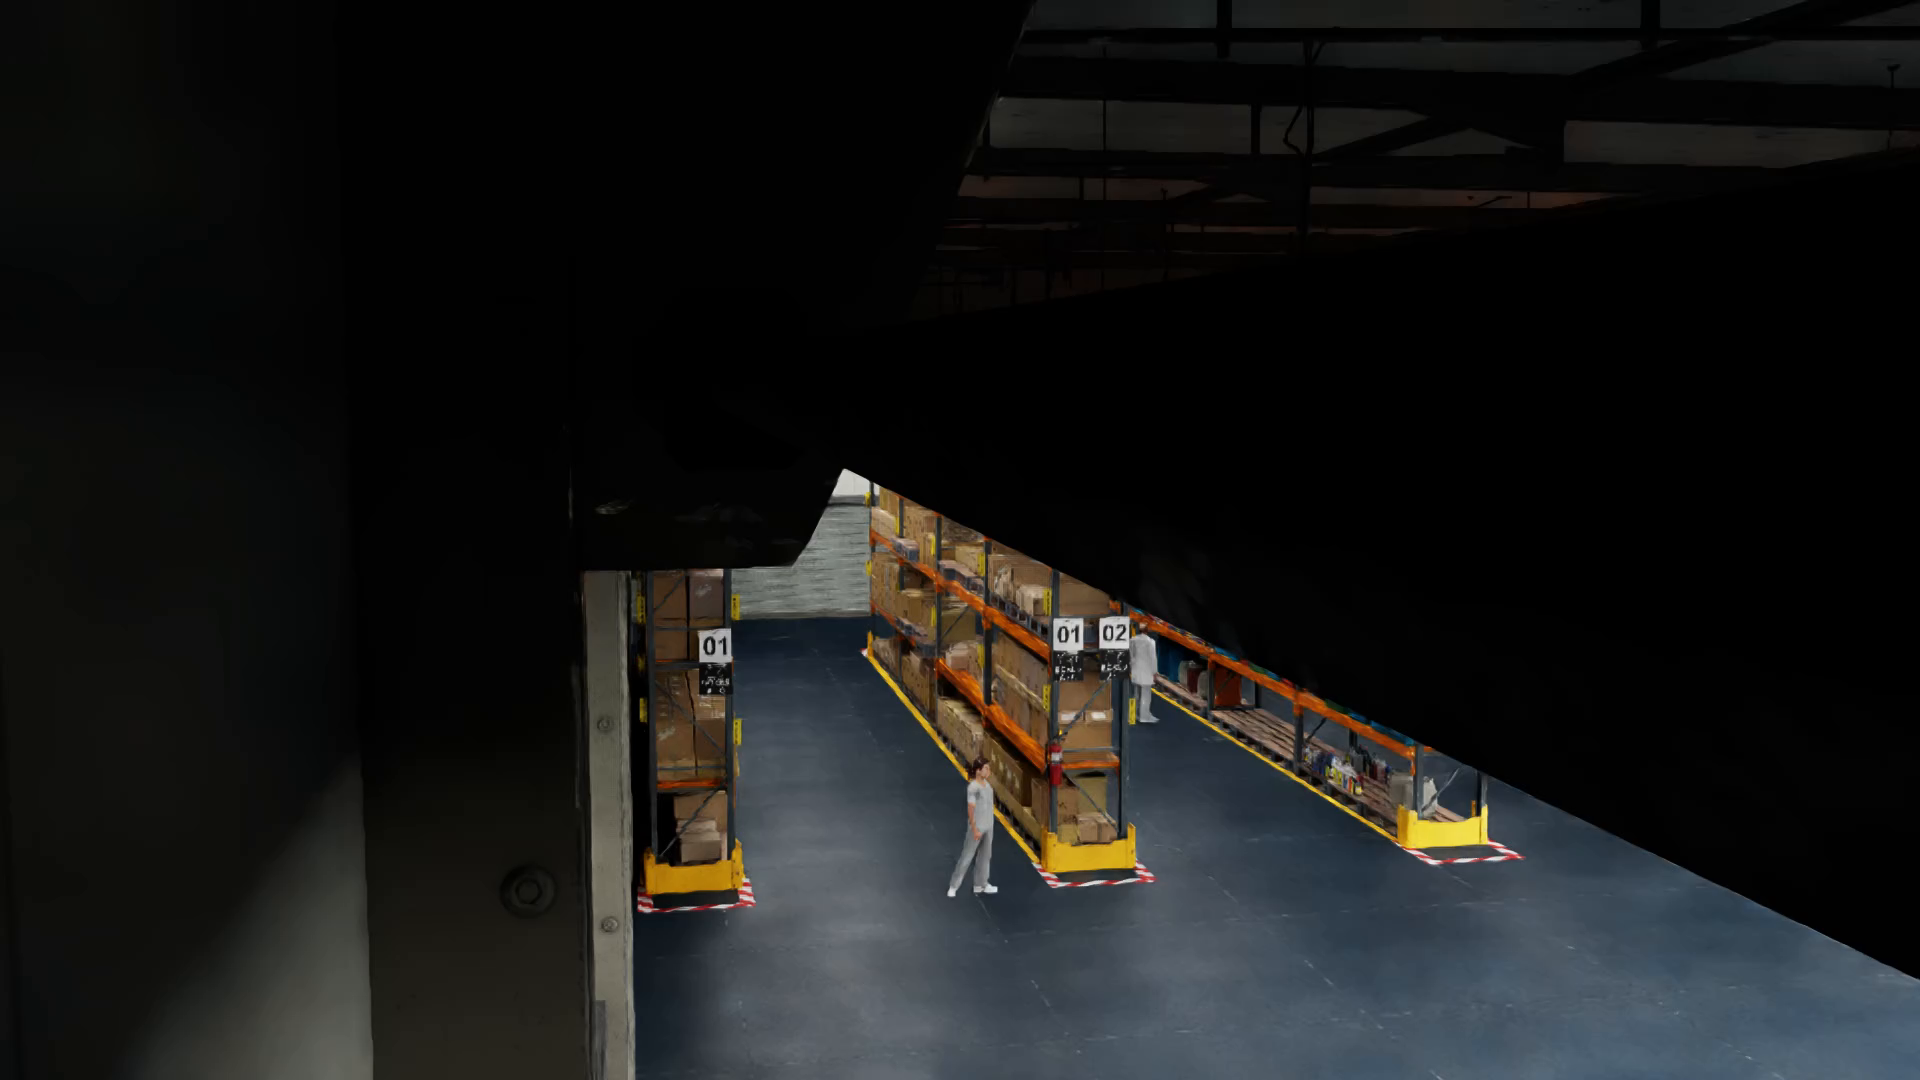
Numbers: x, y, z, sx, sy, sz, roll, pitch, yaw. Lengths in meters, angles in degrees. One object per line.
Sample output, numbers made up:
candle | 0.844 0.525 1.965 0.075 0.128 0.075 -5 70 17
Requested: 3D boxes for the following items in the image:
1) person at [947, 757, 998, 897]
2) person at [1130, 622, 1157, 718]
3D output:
person | 0.119 3.434 19.886 0.457 1.668 0.638 4 7 35
person | 5.181 4.252 11.394 22.081 1.808 30.429 -5 8 -42
